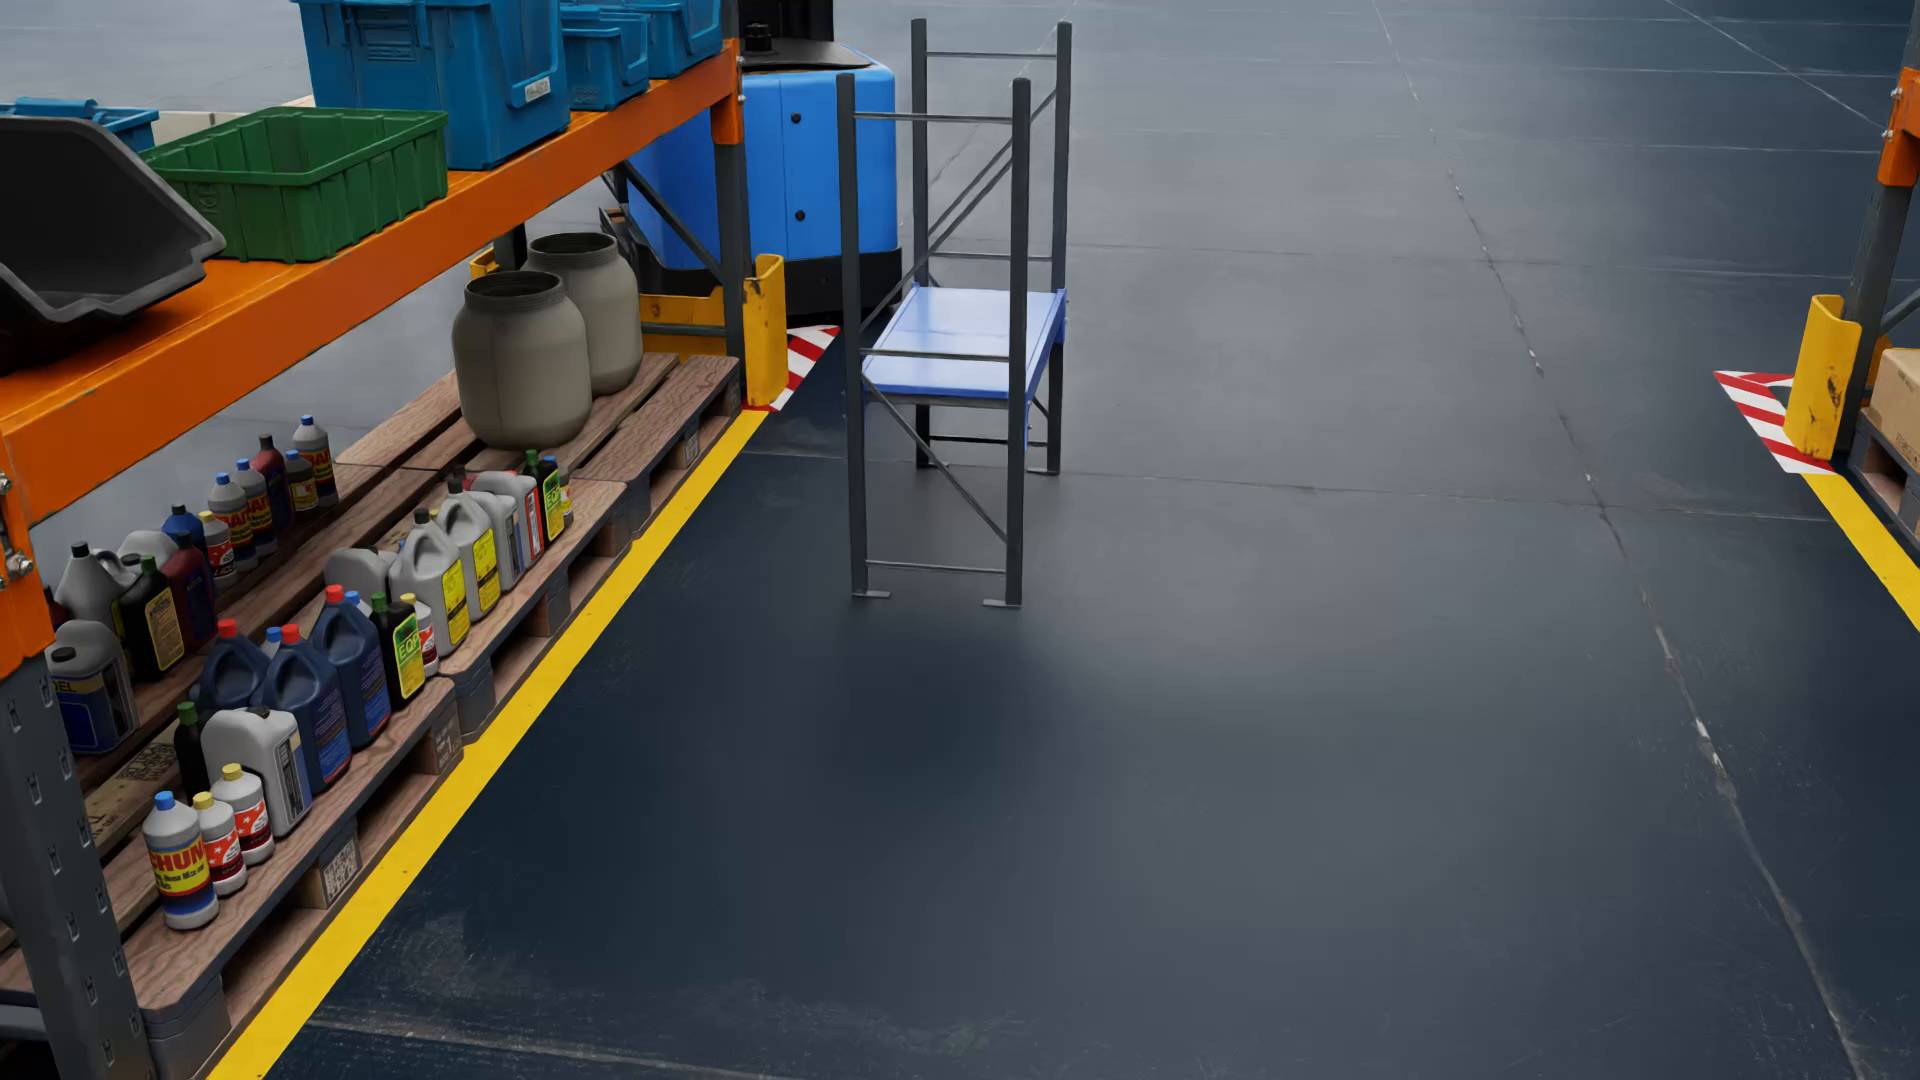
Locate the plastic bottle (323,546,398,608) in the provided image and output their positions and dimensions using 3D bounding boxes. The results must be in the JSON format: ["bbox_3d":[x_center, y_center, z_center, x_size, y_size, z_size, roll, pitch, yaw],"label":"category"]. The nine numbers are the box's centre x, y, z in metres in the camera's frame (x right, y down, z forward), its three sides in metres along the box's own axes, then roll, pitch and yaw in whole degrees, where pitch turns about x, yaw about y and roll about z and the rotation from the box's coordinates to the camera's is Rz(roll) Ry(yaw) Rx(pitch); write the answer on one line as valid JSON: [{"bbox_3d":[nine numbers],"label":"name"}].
[{"bbox_3d":[-1.469,0.131,4.125,0.152,0.276,0.135,4,25,9],"label":"plastic bottle"}]

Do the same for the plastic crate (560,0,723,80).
[{"bbox_3d":[-1.093,-1.713,5.547,0.499,0.251,0.616,4,25,9],"label":"plastic crate"}]

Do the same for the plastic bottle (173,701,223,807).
[{"bbox_3d":[-1.555,0.446,3.444,0.061,0.283,0.133,4,25,9],"label":"plastic bottle"}]

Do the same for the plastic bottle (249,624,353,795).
[{"bbox_3d":[-1.419,0.354,3.561,0.144,0.351,0.185,5,25,10],"label":"plastic bottle"}]

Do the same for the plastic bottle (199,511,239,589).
[{"bbox_3d":[-1.999,0.021,4.449,0.097,0.201,0.097,0,25,0],"label":"plastic bottle"}]

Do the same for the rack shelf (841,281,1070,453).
[{"bbox_3d":[0.014,-0.552,5.085,0.538,0.185,1.000,4,25,9],"label":"rack shelf"}]

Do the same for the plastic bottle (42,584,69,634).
[{"bbox_3d":[-2.122,0.253,3.857,0.061,0.283,0.133,6,26,12],"label":"plastic bottle"}]

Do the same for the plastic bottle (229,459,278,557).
[{"bbox_3d":[-1.966,-0.094,4.612,0.097,0.271,0.097,0,25,0],"label":"plastic bottle"}]

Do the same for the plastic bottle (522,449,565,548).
[{"bbox_3d":[-1.175,-0.131,4.677,0.061,0.283,0.133,5,25,10],"label":"plastic bottle"}]

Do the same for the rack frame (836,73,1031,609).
[{"bbox_3d":[-0.069,-0.502,4.554,0.500,1.500,0.032,4,25,9],"label":"rack frame"}]

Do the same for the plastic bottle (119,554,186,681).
[{"bbox_3d":[-1.950,0.185,4.002,0.061,0.283,0.133,4,25,9],"label":"plastic bottle"}]

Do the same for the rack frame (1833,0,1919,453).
[{"bbox_3d":[3.580,-1.666,5.271,1.000,3.000,0.127,4,25,9],"label":"rack frame"}]

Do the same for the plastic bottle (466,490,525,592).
[{"bbox_3d":[-1.265,-0.016,4.440,0.152,0.276,0.135,3,25,7],"label":"plastic bottle"}]

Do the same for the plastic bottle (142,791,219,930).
[{"bbox_3d":[-1.476,0.596,3.138,0.097,0.271,0.097,0,25,0],"label":"plastic bottle"}]

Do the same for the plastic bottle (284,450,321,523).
[{"bbox_3d":[-1.927,-0.163,4.841,0.097,0.201,0.097,0,25,0],"label":"plastic bottle"}]

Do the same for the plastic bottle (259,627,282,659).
[{"bbox_3d":[-1.514,0.321,3.726,0.097,0.271,0.097,0,25,0],"label":"plastic bottle"}]

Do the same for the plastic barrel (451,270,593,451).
[{"bbox_3d":[-1.420,-0.584,5.398,0.421,0.512,0.421,0,25,0],"label":"plastic barrel"}]

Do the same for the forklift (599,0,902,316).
[{"bbox_3d":[-1.213,-2.835,7.849,1.130,2.935,3.031,-8,26,-17],"label":"forklift"}]

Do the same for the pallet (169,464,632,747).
[{"bbox_3d":[-1.612,0.135,4.712,1.003,0.211,1.213,4,25,9],"label":"pallet"}]

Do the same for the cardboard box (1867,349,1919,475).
[{"bbox_3d":[3.273,-0.402,5.318,0.500,0.250,0.500,4,25,9],"label":"cardboard box"}]

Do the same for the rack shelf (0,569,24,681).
[{"bbox_3d":[-2.287,0.825,0.799,1.077,0.370,4.000,4,25,9],"label":"rack shelf"}]

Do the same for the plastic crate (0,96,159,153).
[{"bbox_3d":[-2.047,-0.752,3.494,0.499,0.251,0.616,4,25,9],"label":"plastic crate"}]

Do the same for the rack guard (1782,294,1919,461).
[{"bbox_3d":[3.584,-0.544,5.822,1.175,0.500,0.348,4,25,9],"label":"rack guard"}]

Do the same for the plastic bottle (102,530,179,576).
[{"bbox_3d":[-2.025,0.124,4.140,0.152,0.276,0.135,4,25,9],"label":"plastic bottle"}]

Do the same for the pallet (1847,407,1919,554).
[{"bbox_3d":[3.496,-0.080,5.172,1.003,0.211,1.213,4,25,9],"label":"pallet"}]

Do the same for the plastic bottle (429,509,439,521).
[{"bbox_3d":[-1.391,0.017,4.458,0.097,0.201,0.097,0,25,0],"label":"plastic bottle"}]

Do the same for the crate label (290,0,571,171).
[{"bbox_3d":[-1.340,-1.238,4.315,0.502,0.435,0.616,4,25,9],"label":"crate label"}]

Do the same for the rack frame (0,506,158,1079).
[{"bbox_3d":[-1.963,-0.338,2.434,0.949,2.616,0.053,4,25,9],"label":"rack frame"}]

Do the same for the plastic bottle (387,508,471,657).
[{"bbox_3d":[-1.319,0.097,4.110,0.144,0.351,0.185,4,25,8],"label":"plastic bottle"}]

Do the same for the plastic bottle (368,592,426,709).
[{"bbox_3d":[-1.320,0.239,3.886,0.061,0.283,0.133,5,26,11],"label":"plastic bottle"}]

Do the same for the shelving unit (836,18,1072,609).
[{"bbox_3d":[0.014,-0.715,5.008,0.538,1.500,1.048,4,25,9],"label":"shelving unit"}]

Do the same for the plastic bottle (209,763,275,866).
[{"bbox_3d":[-1.442,0.542,3.335,0.097,0.201,0.097,0,25,0],"label":"plastic bottle"}]

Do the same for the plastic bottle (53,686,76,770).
[{"bbox_3d":[-1.997,0.383,3.498,0.144,0.351,0.185,4,25,9],"label":"plastic bottle"}]
